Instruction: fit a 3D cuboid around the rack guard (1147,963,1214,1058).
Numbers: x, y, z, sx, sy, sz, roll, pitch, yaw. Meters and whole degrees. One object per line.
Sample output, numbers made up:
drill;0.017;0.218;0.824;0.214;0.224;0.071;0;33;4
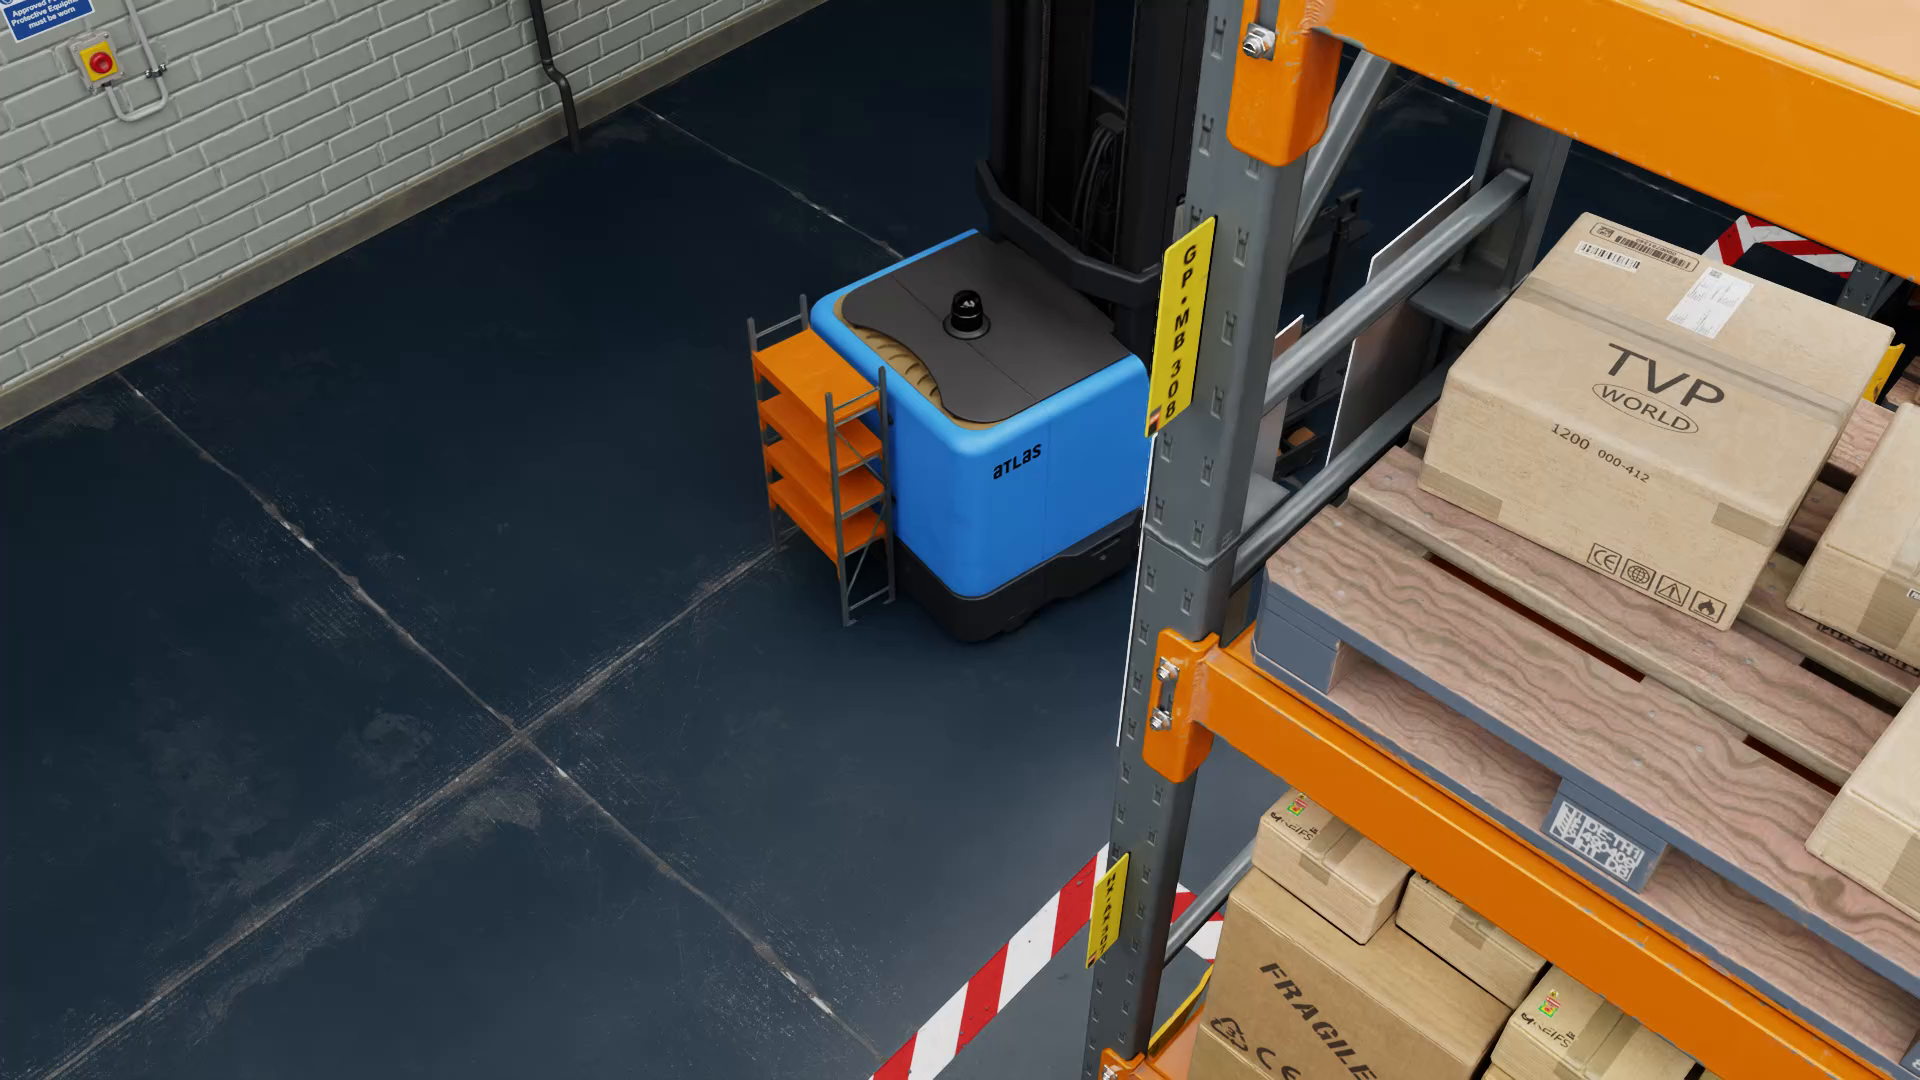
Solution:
rack guard;0.658;1.622;4.884;0.348;0.500;1.175;34;55;28

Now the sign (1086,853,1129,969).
sign;0.295;0.749;3.341;0.005;0.325;0.100;34;55;28

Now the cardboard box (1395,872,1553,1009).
cardboard box;0.990;0.595;2.935;0.250;0.149;0.380;35;56;28

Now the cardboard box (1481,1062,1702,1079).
cardboard box;1.220;1.043;2.959;0.500;0.500;0.500;32;55;27

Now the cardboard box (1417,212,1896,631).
cardboard box;1.068;-0.201;2.570;0.500;0.250;0.500;29;53;25

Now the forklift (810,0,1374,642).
forklift;0.915;-1.508;6.155;3.031;2.935;1.130;-29;53;-24

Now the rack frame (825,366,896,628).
rack frame;-0.353;-0.127;6.046;0.240;1.200;0.015;-29;53;-24

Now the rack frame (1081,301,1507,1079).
rack frame;0.676;0.778;3.962;0.127;3.000;1.000;34;55;28

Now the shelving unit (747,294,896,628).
shelving unit;-0.500;-0.269;6.180;0.258;1.200;0.503;-29;53;-24

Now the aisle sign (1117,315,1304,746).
aisle sign;0.426;0.008;2.902;0.004;0.787;0.394;34;55;28

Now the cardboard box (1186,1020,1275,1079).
cardboard box;0.834;1.135;3.558;0.500;0.500;0.500;34;55;27

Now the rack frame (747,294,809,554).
rack frame;-0.647;-0.411;6.313;0.240;1.200;0.015;-29;53;-24

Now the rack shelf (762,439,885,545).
rack shelf;-0.500;-0.223;6.229;0.258;0.148;0.480;-29;53;-24

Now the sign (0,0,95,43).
sign;-3.561;-2.094;6.474;0.001;0.218;0.327;34;55;28

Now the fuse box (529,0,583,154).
fuse box;-1.952;-2.610;8.027;0.414;1.711;0.539;34;55;28

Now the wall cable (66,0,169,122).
wall cable;-3.484;-2.356;6.186;0.123;1.953;0.585;34;55;28

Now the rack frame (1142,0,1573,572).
rack frame;0.676;-1.276;1.775;0.127;3.000;1.000;34;55;28

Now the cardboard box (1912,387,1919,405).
cardboard box;4.425;-0.819;6.886;0.637;0.503;0.797;32;54;26

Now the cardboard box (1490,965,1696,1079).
cardboard box;1.103;0.785;2.756;0.250;0.149;0.380;36;56;29

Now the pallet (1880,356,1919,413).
pallet;4.682;-0.497;7.072;1.213;0.211;1.003;34;55;28

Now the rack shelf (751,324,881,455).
rack shelf;-0.500;-0.538;5.893;0.258;0.148;0.480;-29;53;-24

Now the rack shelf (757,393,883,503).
rack shelf;-0.500;-0.376;6.066;0.258;0.148;0.480;-29;53;-24

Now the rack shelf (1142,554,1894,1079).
rack shelf;2.146;0.986;2.202;4.000;0.370;1.077;34;55;28

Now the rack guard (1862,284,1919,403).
rack guard;4.095;-0.990;7.336;0.348;0.500;1.175;34;55;28

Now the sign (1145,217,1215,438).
sign;0.295;-0.281;2.245;0.005;0.325;0.100;34;55;28

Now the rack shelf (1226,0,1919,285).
rack shelf;2.146;0.097;1.255;4.000;0.370;1.077;34;55;28

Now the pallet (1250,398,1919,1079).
pallet;1.228;0.143;2.562;1.213;0.211;1.003;34;55;28

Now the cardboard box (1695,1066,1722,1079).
cardboard box;1.309;0.905;2.643;0.250;0.149;0.380;32;55;27

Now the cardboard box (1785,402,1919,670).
cardboard box;1.430;-0.002;2.452;0.250;0.149;0.380;30;54;25

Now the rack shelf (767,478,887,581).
rack shelf;-0.500;-0.087;6.374;0.258;0.148;0.480;-29;53;-24

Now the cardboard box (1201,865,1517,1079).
cardboard box;0.835;0.791;3.195;0.500;0.500;0.500;33;55;27

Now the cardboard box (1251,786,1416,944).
cardboard box;0.749;0.503;3.020;0.250;0.149;0.380;35;56;28

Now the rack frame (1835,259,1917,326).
rack frame;4.040;-1.883;6.460;0.127;3.000;1.000;34;55;28

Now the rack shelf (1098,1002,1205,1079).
rack shelf;2.146;2.013;3.296;4.000;0.370;1.077;34;55;28

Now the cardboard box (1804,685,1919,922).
cardboard box;1.319;0.320;2.150;0.250;0.149;0.380;36;56;29

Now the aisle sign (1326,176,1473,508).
aisle sign;0.833;-0.314;3.204;0.004;0.787;0.394;34;55;28
